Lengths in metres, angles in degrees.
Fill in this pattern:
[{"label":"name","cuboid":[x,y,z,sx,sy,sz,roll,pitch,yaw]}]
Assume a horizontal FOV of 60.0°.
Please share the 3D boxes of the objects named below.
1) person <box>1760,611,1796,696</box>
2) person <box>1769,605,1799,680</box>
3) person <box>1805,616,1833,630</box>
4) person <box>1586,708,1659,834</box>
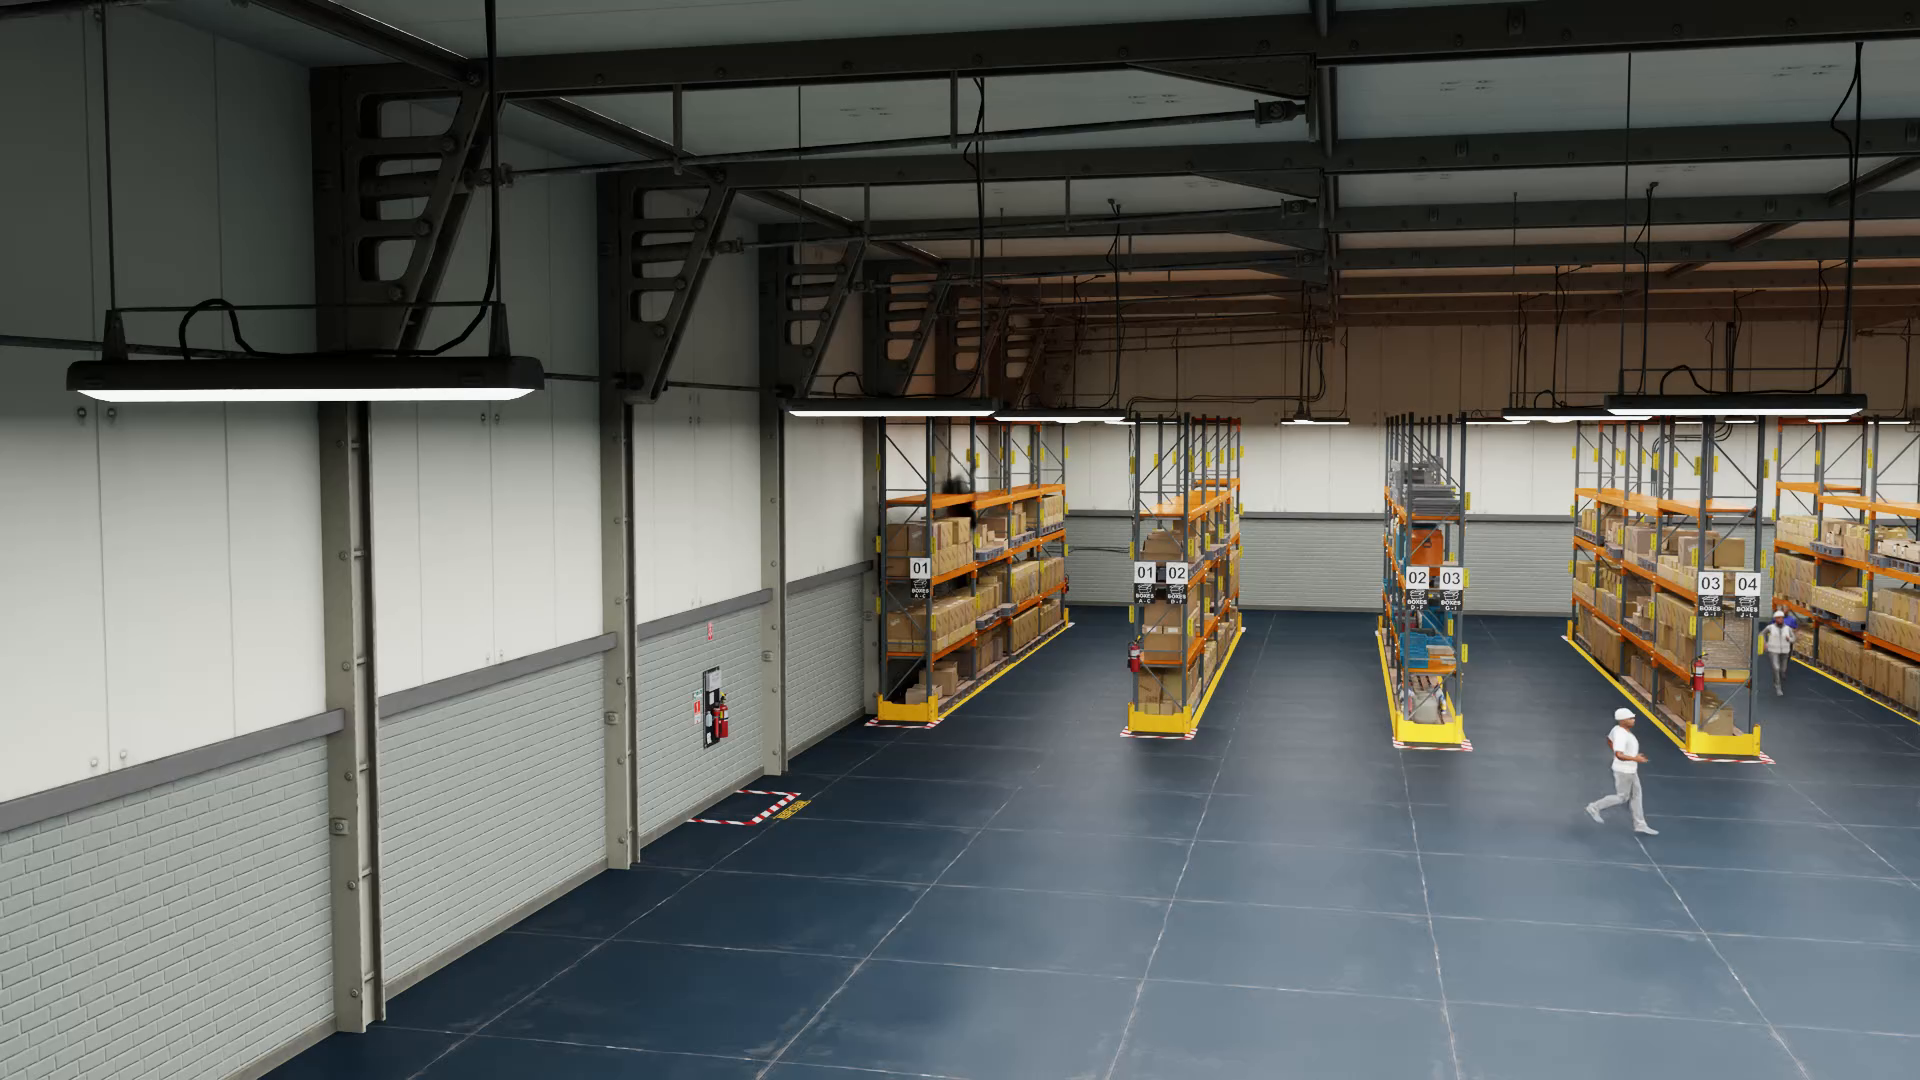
[{"label":"person","cuboid":[17.554,2.400,35.664,0.655,1.761,0.966,1,4,9]},{"label":"person","cuboid":[18.809,2.360,37.956,0.576,1.545,0.938,1,4,14]},{"label":"person","cuboid":[22.795,1.868,44.350,0.724,1.689,0.956,-2,5,-31]},{"label":"person","cuboid":[9.347,3.247,23.424,0.956,1.761,0.700,2,4,28]}]
